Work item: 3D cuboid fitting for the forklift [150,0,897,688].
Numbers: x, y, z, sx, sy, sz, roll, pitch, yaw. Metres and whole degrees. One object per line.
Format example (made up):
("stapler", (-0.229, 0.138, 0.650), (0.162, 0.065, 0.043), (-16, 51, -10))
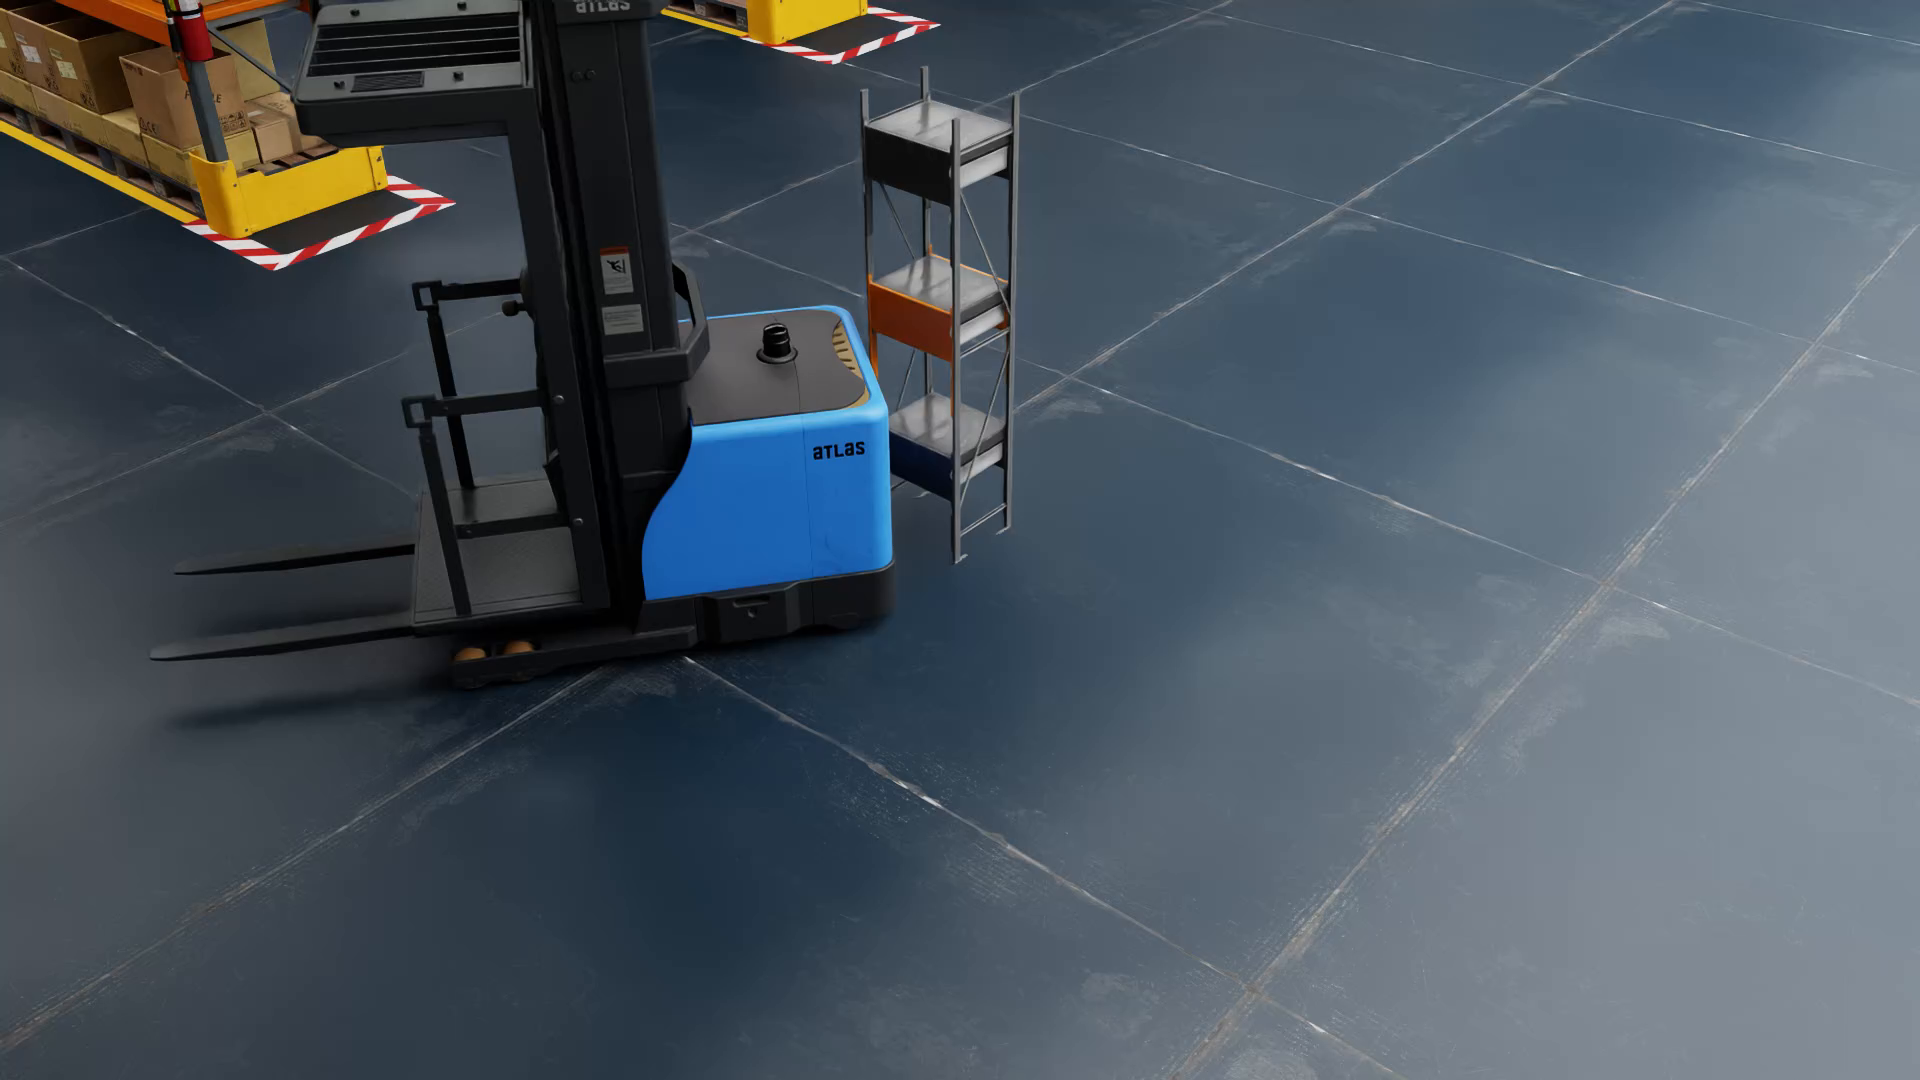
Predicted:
("forklift", (-1.848, -0.926, 6.509), (3.031, 2.935, 1.130), (-8, 35, -11))

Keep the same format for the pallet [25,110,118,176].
("pallet", (-5.910, -3.003, 11.937), (1.213, 0.211, 1.003), (25, 42, 32))

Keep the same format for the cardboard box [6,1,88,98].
("cardboard box", (-6.126, -3.403, 11.451), (0.500, 0.500, 0.500), (25, 42, 32))

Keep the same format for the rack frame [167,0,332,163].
("rack frame", (-4.362, -3.452, 10.127), (0.127, 3.000, 1.000), (25, 42, 32))

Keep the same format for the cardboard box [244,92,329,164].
("cardboard box", (-4.632, -2.783, 11.210), (0.500, 0.250, 0.500), (25, 42, 32))

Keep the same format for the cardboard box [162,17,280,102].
("cardboard box", (-5.018, -3.272, 11.260), (0.500, 0.500, 0.500), (25, 42, 32))

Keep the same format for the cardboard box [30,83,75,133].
("cardboard box", (-6.124, -3.096, 11.666), (0.500, 0.250, 0.500), (25, 42, 32))

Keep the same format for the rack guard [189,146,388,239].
("rack guard", (-4.344, -2.413, 10.822), (0.348, 0.500, 1.175), (25, 42, 32))

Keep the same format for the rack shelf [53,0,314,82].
("rack shelf", (-5.899, -3.880, 11.386), (4.000, 0.370, 1.077), (25, 42, 32))

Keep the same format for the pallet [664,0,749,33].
("pallet", (-1.900, -4.760, 14.495), (1.213, 0.211, 1.003), (25, 42, 32))

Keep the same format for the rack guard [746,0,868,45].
("rack guard", (-1.279, -4.582, 13.981), (0.348, 0.500, 1.175), (25, 42, 32))

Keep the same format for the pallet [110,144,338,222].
("pallet", (-4.977, -2.561, 11.293), (1.213, 0.211, 1.003), (25, 42, 32))

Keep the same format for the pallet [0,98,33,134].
("pallet", (-6.852, -3.445, 12.580), (1.213, 0.211, 1.003), (25, 42, 32))

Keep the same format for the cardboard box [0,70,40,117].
("cardboard box", (-6.512, -3.274, 11.926), (0.500, 0.250, 0.500), (25, 42, 32))

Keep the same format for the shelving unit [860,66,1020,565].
("shelving unit", (-0.082, -0.929, 7.248), (0.503, 2.100, 0.431), (26, 42, 32))

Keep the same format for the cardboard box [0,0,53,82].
("cardboard box", (-6.512, -3.583, 11.714), (0.500, 0.500, 0.500), (25, 42, 32))

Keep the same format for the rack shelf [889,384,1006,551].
("rack shelf", (-0.082, -0.341, 7.652), (0.480, 0.518, 0.431), (26, 42, 32))

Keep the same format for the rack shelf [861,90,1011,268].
("rack shelf", (-0.082, -1.495, 6.859), (0.480, 0.518, 0.431), (26, 42, 32))

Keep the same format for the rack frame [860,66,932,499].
("rack frame", (-0.267, -1.019, 7.379), (0.015, 2.100, 0.400), (26, 42, 32))

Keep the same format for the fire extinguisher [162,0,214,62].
("fire extinguisher", (-4.569, -3.175, 9.792), (0.183, 0.674, 0.296), (25, 42, 32))

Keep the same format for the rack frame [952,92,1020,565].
("rack frame", (0.103, -0.839, 7.117), (0.015, 2.100, 0.400), (26, 42, 32))

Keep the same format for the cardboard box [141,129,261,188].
("cardboard box", (-4.964, -2.557, 10.882), (0.500, 0.250, 0.500), (25, 42, 32))

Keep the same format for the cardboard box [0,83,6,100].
("cardboard box", (-6.893, -3.457, 12.193), (0.500, 0.250, 0.500), (25, 42, 32))

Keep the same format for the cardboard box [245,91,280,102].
("cardboard box", (-5.019, -2.962, 11.472), (0.500, 0.250, 0.500), (25, 42, 32))

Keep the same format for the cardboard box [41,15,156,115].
("cardboard box", (-5.743, -3.221, 11.187), (0.500, 0.500, 0.500), (25, 42, 32))

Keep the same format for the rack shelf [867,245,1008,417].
("rack shelf", (-0.082, -0.918, 7.256), (0.480, 0.518, 0.431), (26, 42, 32))

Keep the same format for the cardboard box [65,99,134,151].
("cardboard box", (-5.741, -2.914, 11.401), (0.500, 0.250, 0.500), (25, 42, 32))

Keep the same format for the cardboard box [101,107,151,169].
("cardboard box", (-5.356, -2.733, 11.138), (0.500, 0.250, 0.500), (25, 42, 32))

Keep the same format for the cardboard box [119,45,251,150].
("cardboard box", (-4.965, -2.866, 10.669), (0.500, 0.500, 0.500), (25, 42, 32))

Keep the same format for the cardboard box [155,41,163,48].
("cardboard box", (-5.410, -3.448, 11.516), (0.500, 0.500, 0.500), (25, 42, 32))

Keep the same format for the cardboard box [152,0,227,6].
("cardboard box", (-4.713, -3.668, 10.353), (0.500, 0.500, 0.700), (25, 42, 32))
